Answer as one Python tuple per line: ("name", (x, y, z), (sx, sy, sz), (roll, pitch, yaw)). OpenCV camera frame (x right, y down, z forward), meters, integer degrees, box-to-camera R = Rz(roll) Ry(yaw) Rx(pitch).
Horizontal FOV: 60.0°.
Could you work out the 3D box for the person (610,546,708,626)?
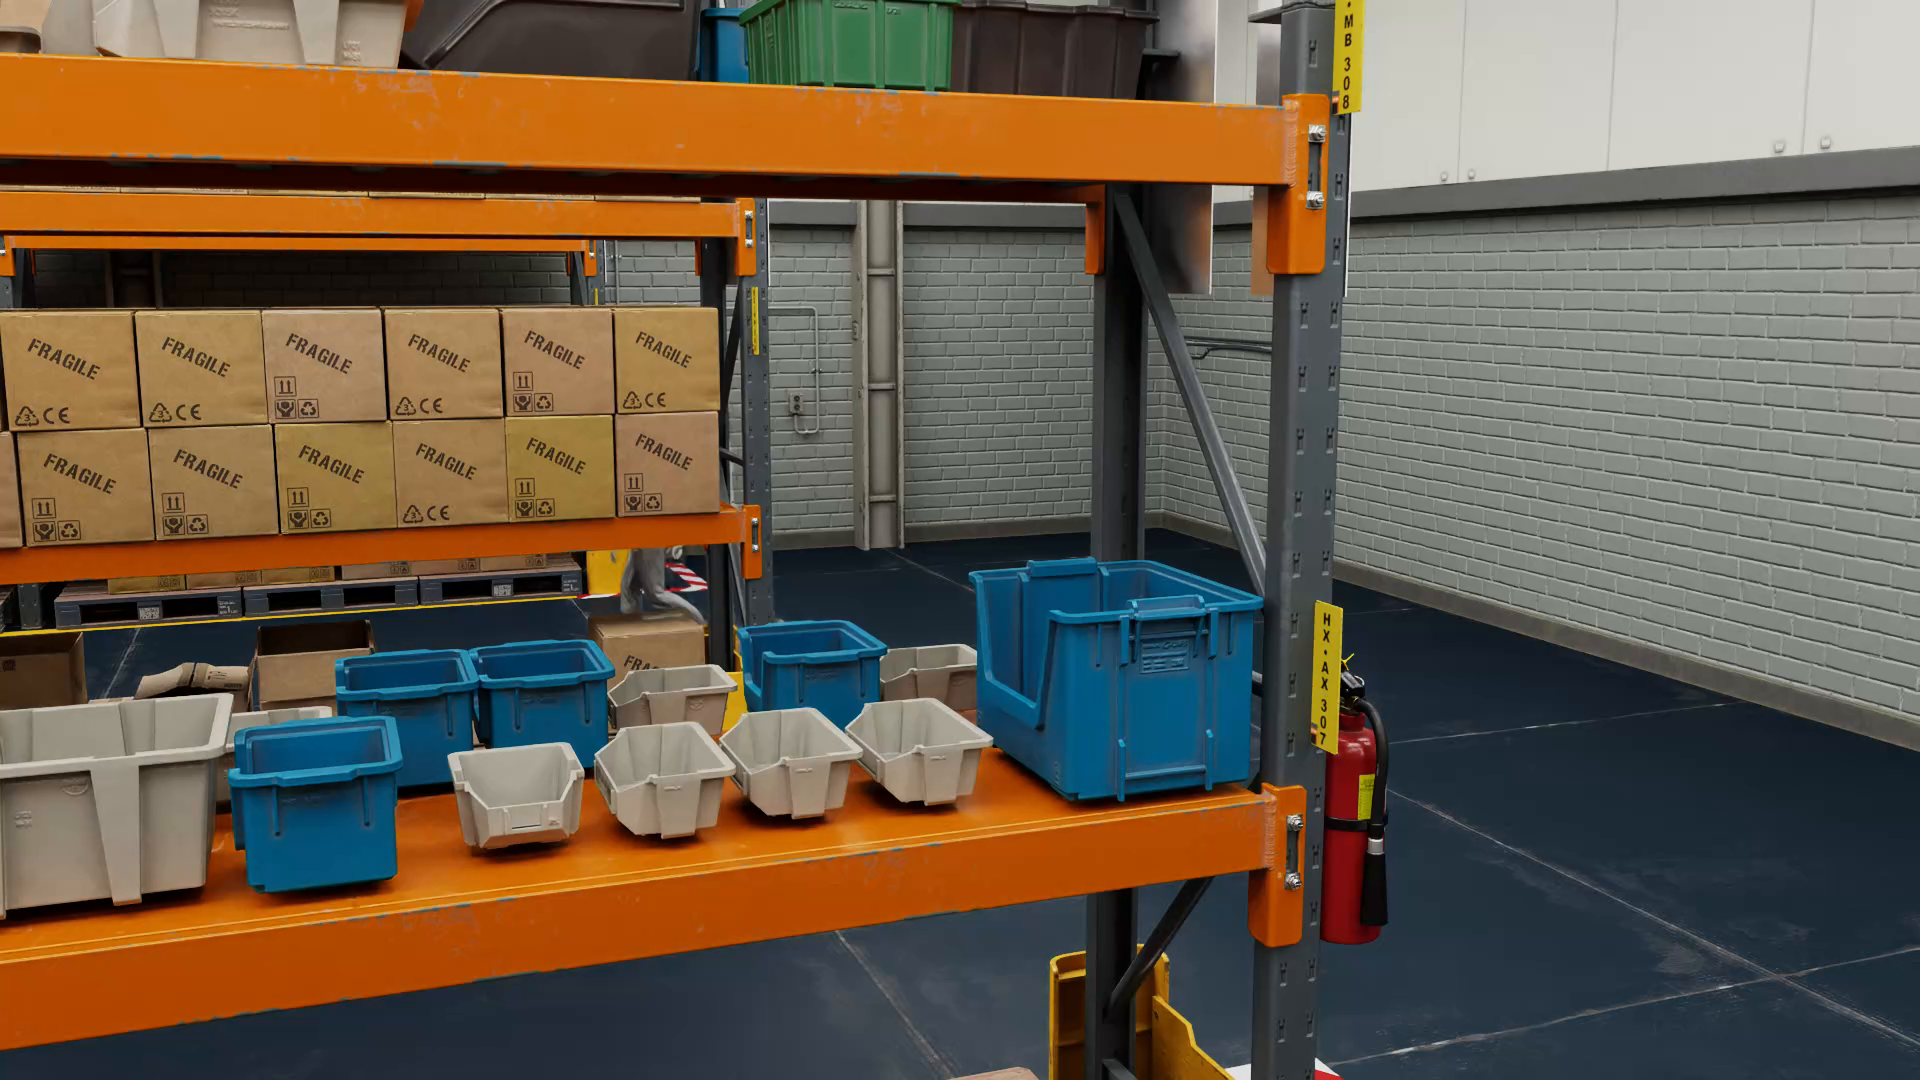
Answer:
("person", (-1.965, -0.045, 10.532), (0.932, 1.638, 0.494), (2, 9, 15))
